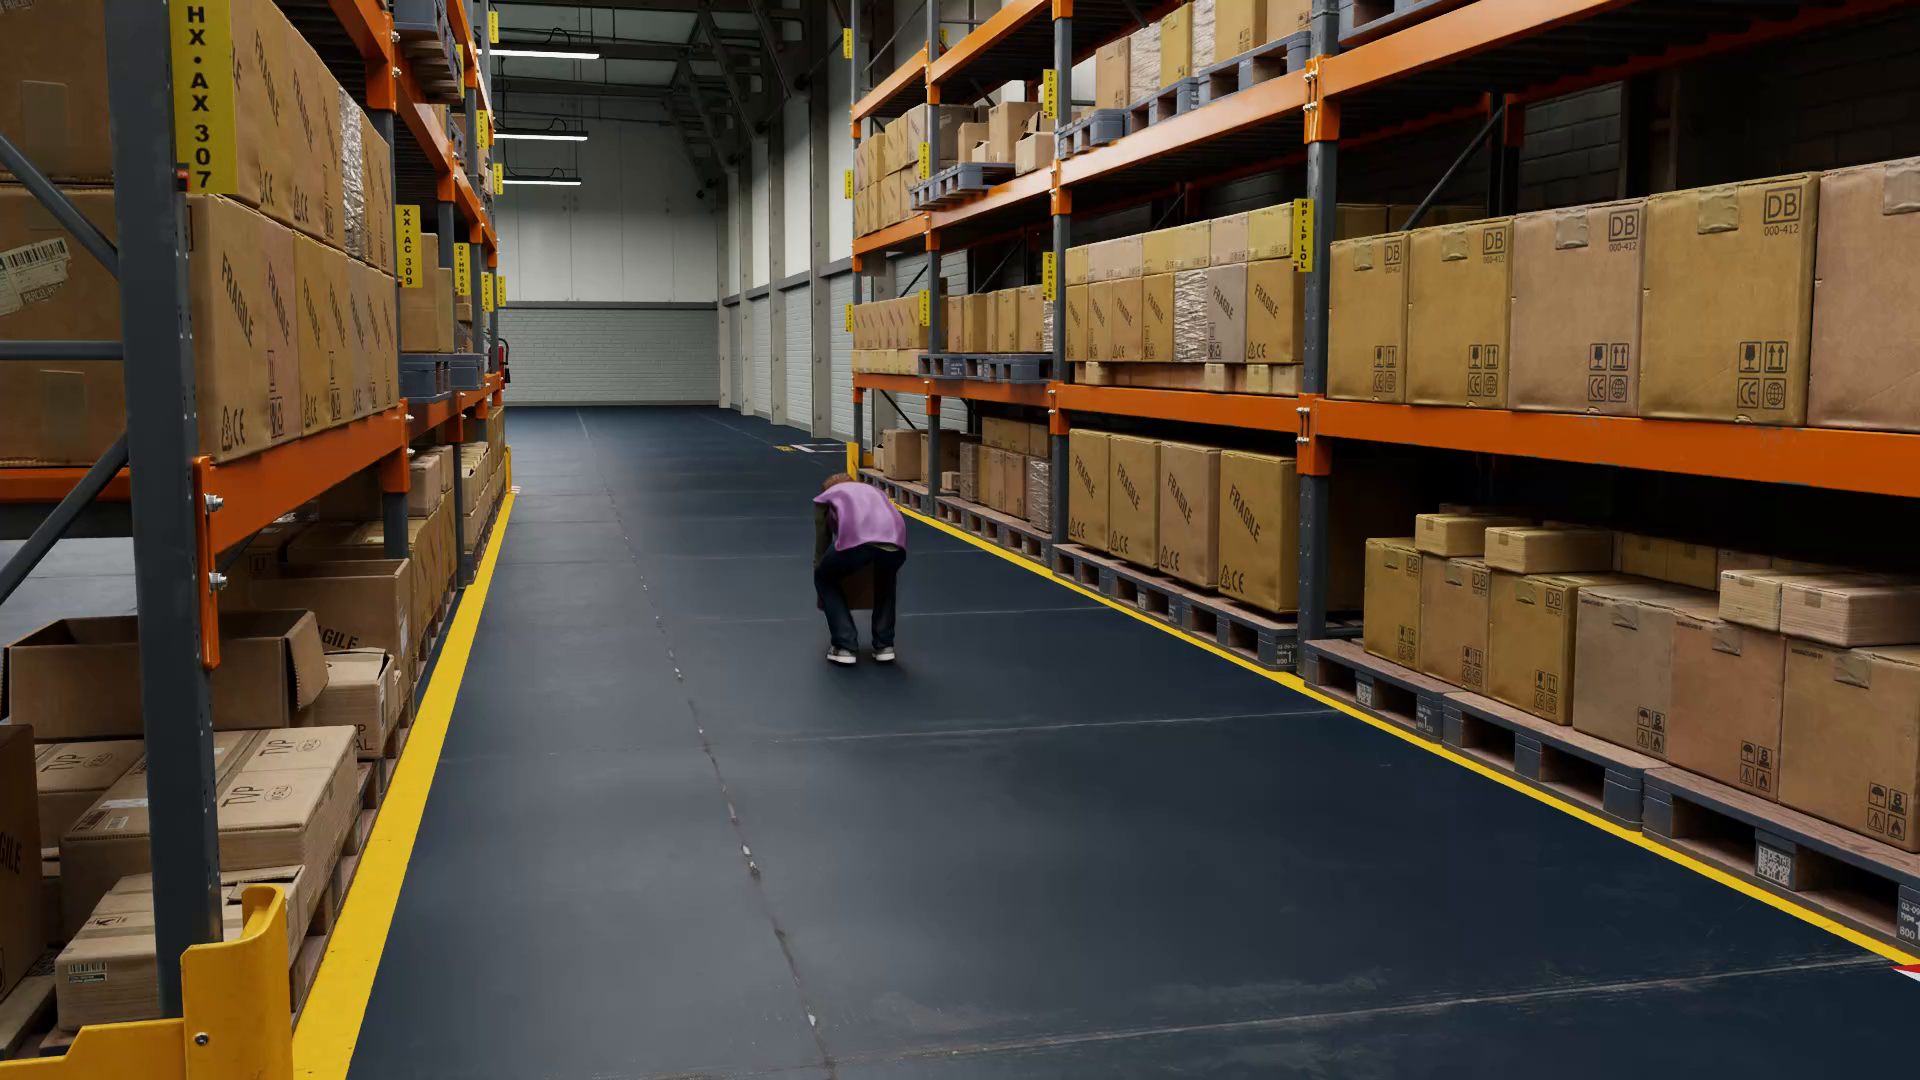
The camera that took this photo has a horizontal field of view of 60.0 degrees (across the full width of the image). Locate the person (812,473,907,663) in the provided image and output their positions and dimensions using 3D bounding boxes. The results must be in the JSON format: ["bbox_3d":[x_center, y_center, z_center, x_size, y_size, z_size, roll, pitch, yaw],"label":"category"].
[{"bbox_3d":[-0.513,0.138,8.278,0.428,0.904,0.853,-2,7,-16],"label":"person"}]
